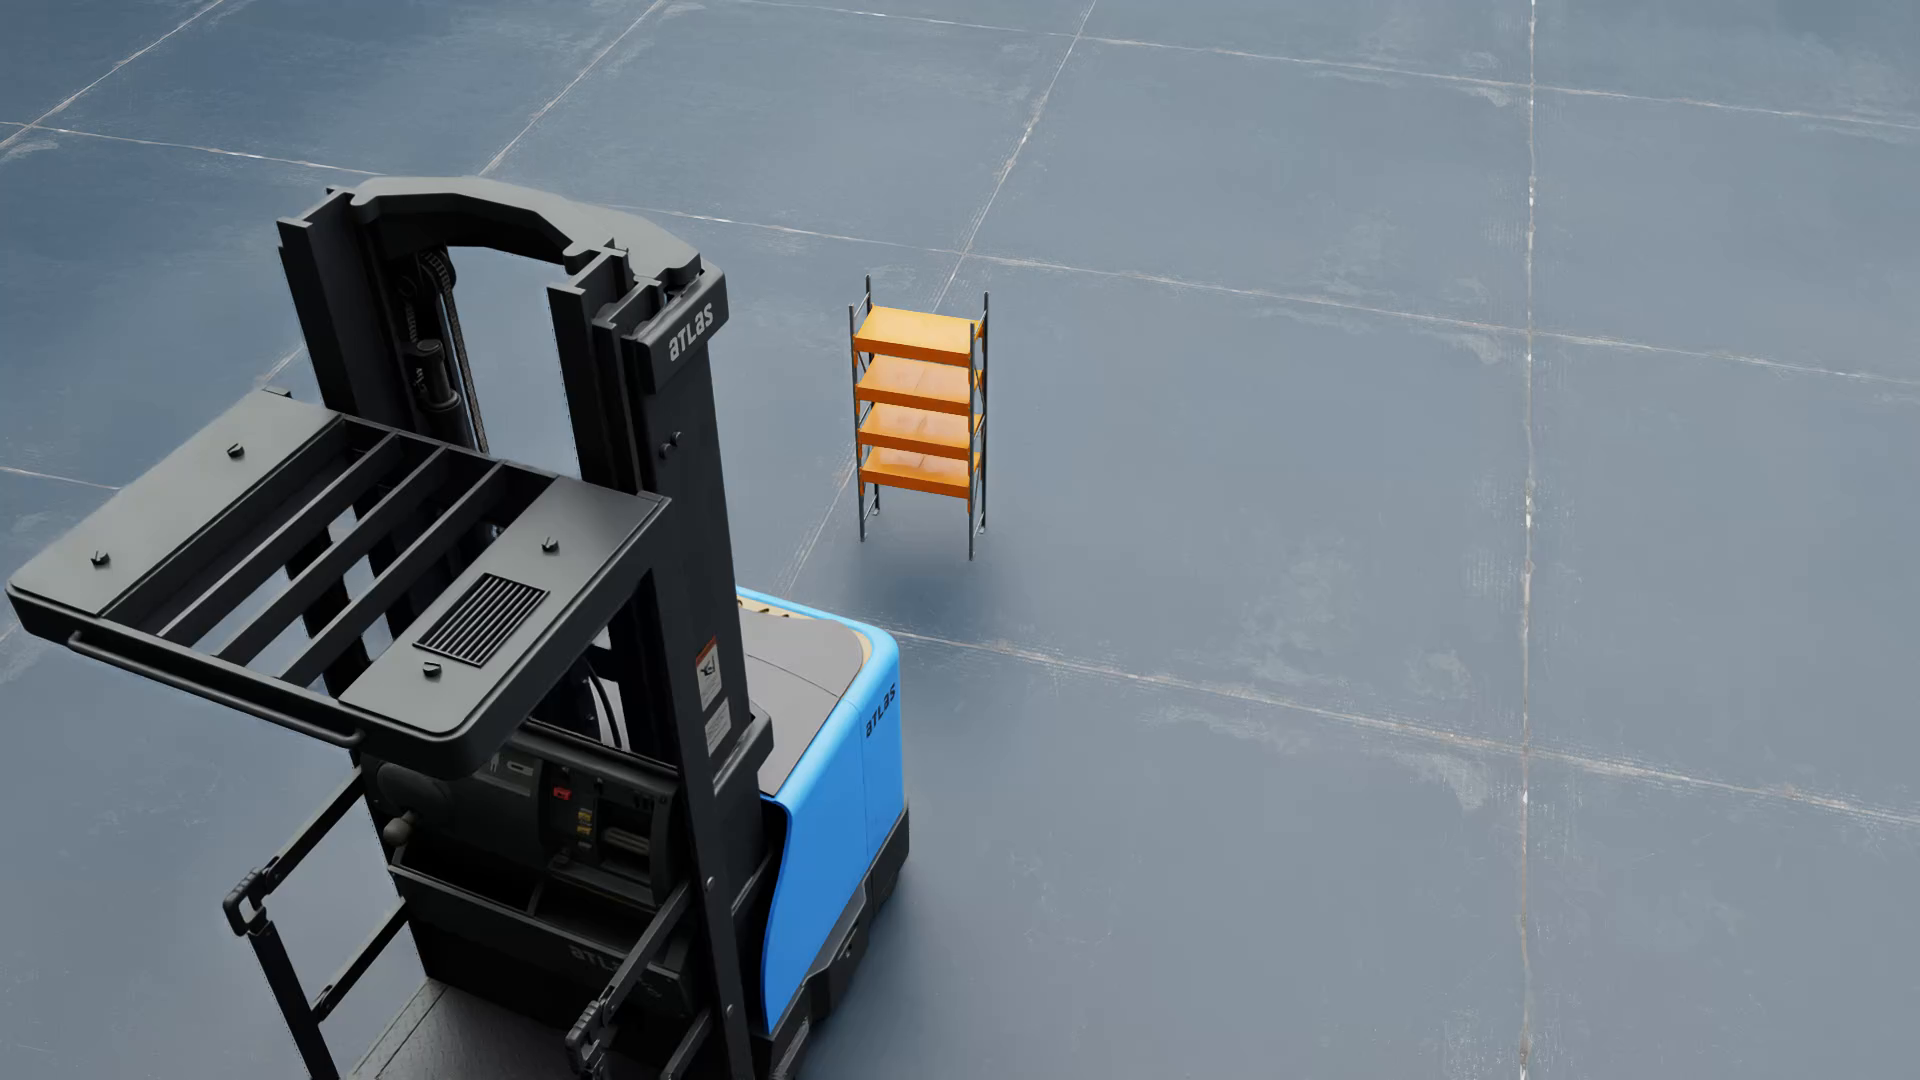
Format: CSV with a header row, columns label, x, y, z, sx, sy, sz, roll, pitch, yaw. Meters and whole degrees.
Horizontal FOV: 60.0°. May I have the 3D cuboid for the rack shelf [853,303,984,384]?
label,x,y,z,sx,sy,sz,roll,pitch,yaw
rack shelf,-0.160,-0.788,6.644,0.480,0.148,0.258,10,41,11

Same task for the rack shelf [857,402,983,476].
label,x,y,z,sx,sy,sz,roll,pitch,yaw
rack shelf,-0.160,-0.435,6.940,0.480,0.148,0.258,10,41,11

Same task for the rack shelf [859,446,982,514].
label,x,y,z,sx,sy,sz,roll,pitch,yaw
rack shelf,-0.160,-0.283,7.068,0.480,0.148,0.258,10,41,11

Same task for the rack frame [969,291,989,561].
label,x,y,z,sx,sy,sz,roll,pitch,yaw
rack frame,0.076,-0.446,6.849,0.015,1.200,0.240,10,41,11

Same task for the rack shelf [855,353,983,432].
label,x,y,z,sx,sy,sz,roll,pitch,yaw
rack shelf,-0.160,-0.607,6.796,0.480,0.148,0.258,10,41,11

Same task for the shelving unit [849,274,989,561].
label,x,y,z,sx,sy,sz,roll,pitch,yaw
shelving unit,-0.160,-0.487,6.897,0.503,1.200,0.258,10,41,11

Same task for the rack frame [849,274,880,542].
label,x,y,z,sx,sy,sz,roll,pitch,yaw
rack frame,-0.396,-0.528,6.945,0.015,1.200,0.240,10,41,11

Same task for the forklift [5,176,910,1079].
label,x,y,z,sx,sy,sz,roll,pitch,yaw
forklift,-1.220,0.743,4.086,1.130,2.935,3.031,15,42,17
